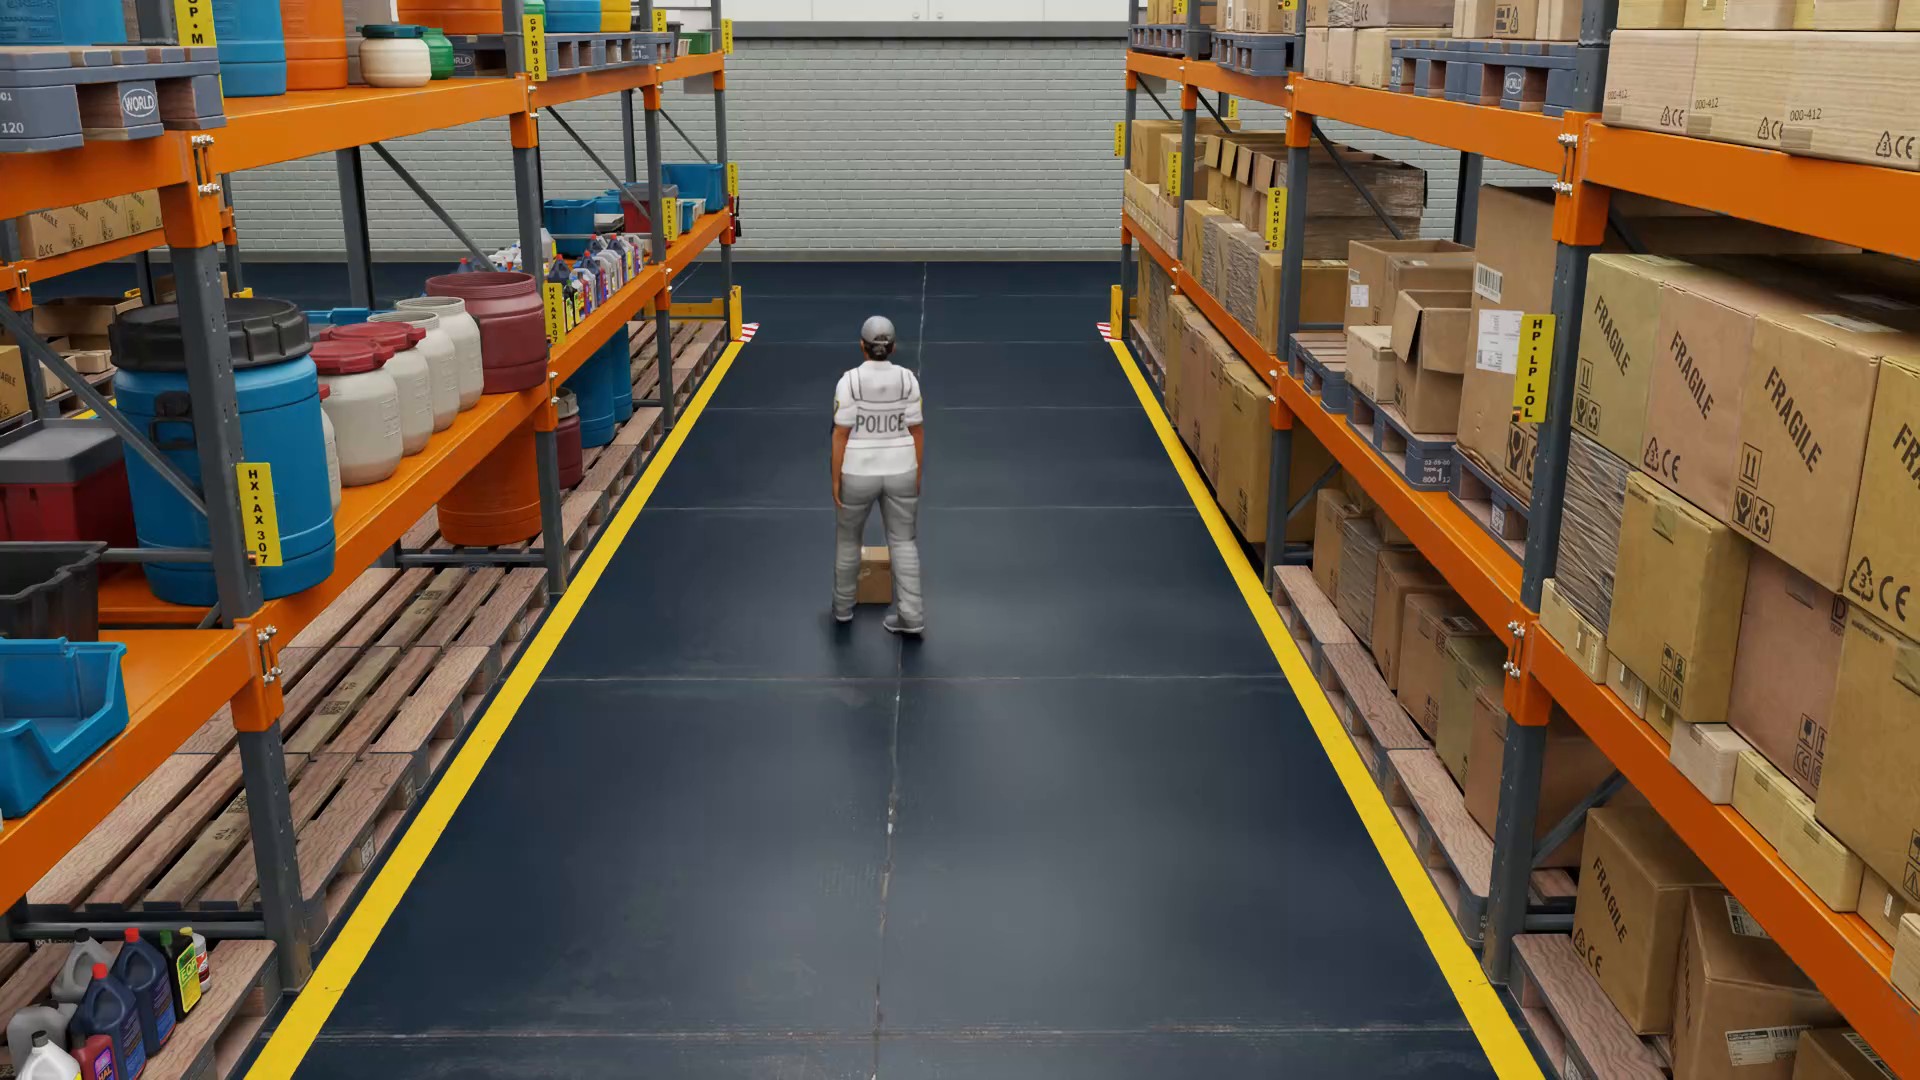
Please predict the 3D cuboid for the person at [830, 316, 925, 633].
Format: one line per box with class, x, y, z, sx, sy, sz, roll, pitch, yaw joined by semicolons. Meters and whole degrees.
person;-0.453;-0.350;8.670;0.487;1.661;0.643;-5;18;-16
